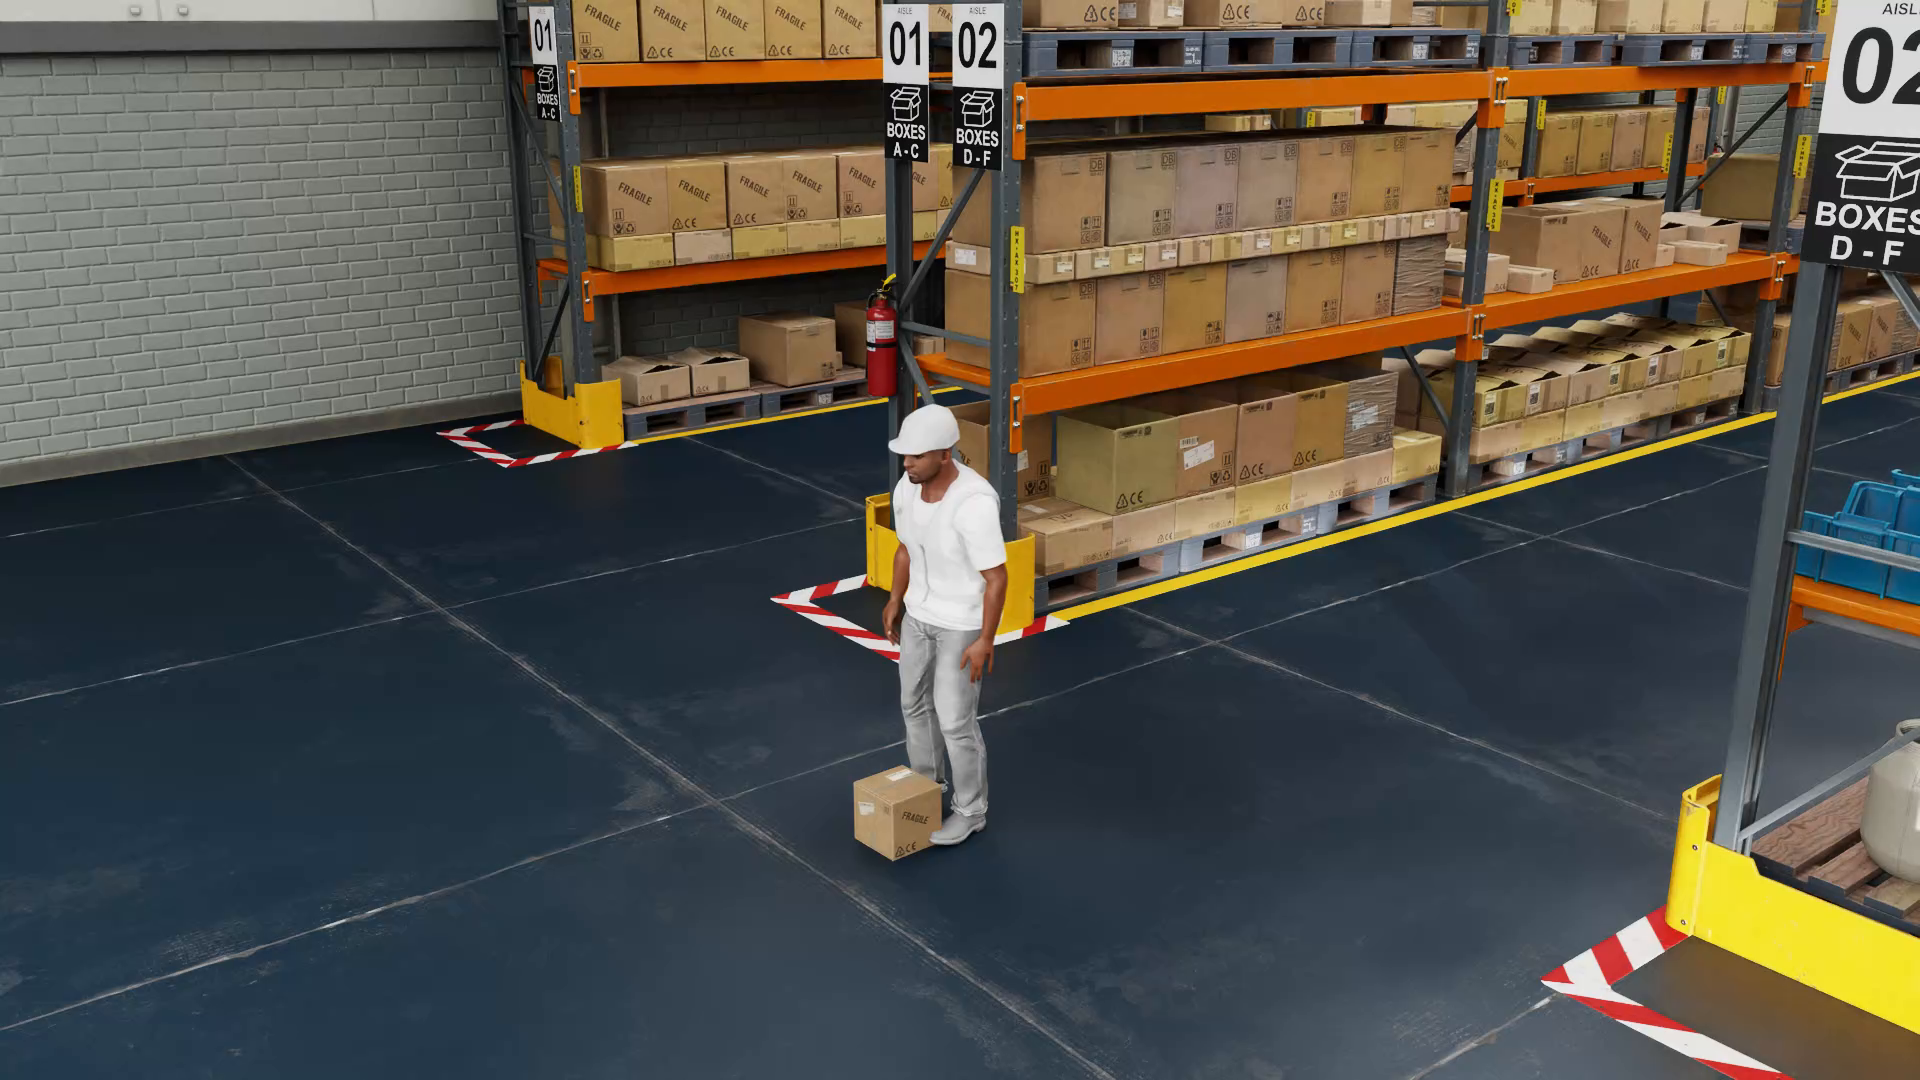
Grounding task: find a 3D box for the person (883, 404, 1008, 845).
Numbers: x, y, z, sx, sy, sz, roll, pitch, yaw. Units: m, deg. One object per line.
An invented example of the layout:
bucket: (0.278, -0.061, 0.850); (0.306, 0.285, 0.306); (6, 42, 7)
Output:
person: (-0.079, 0.319, 6.515); (0.463, 1.760, 0.631); (-14, 22, -37)
